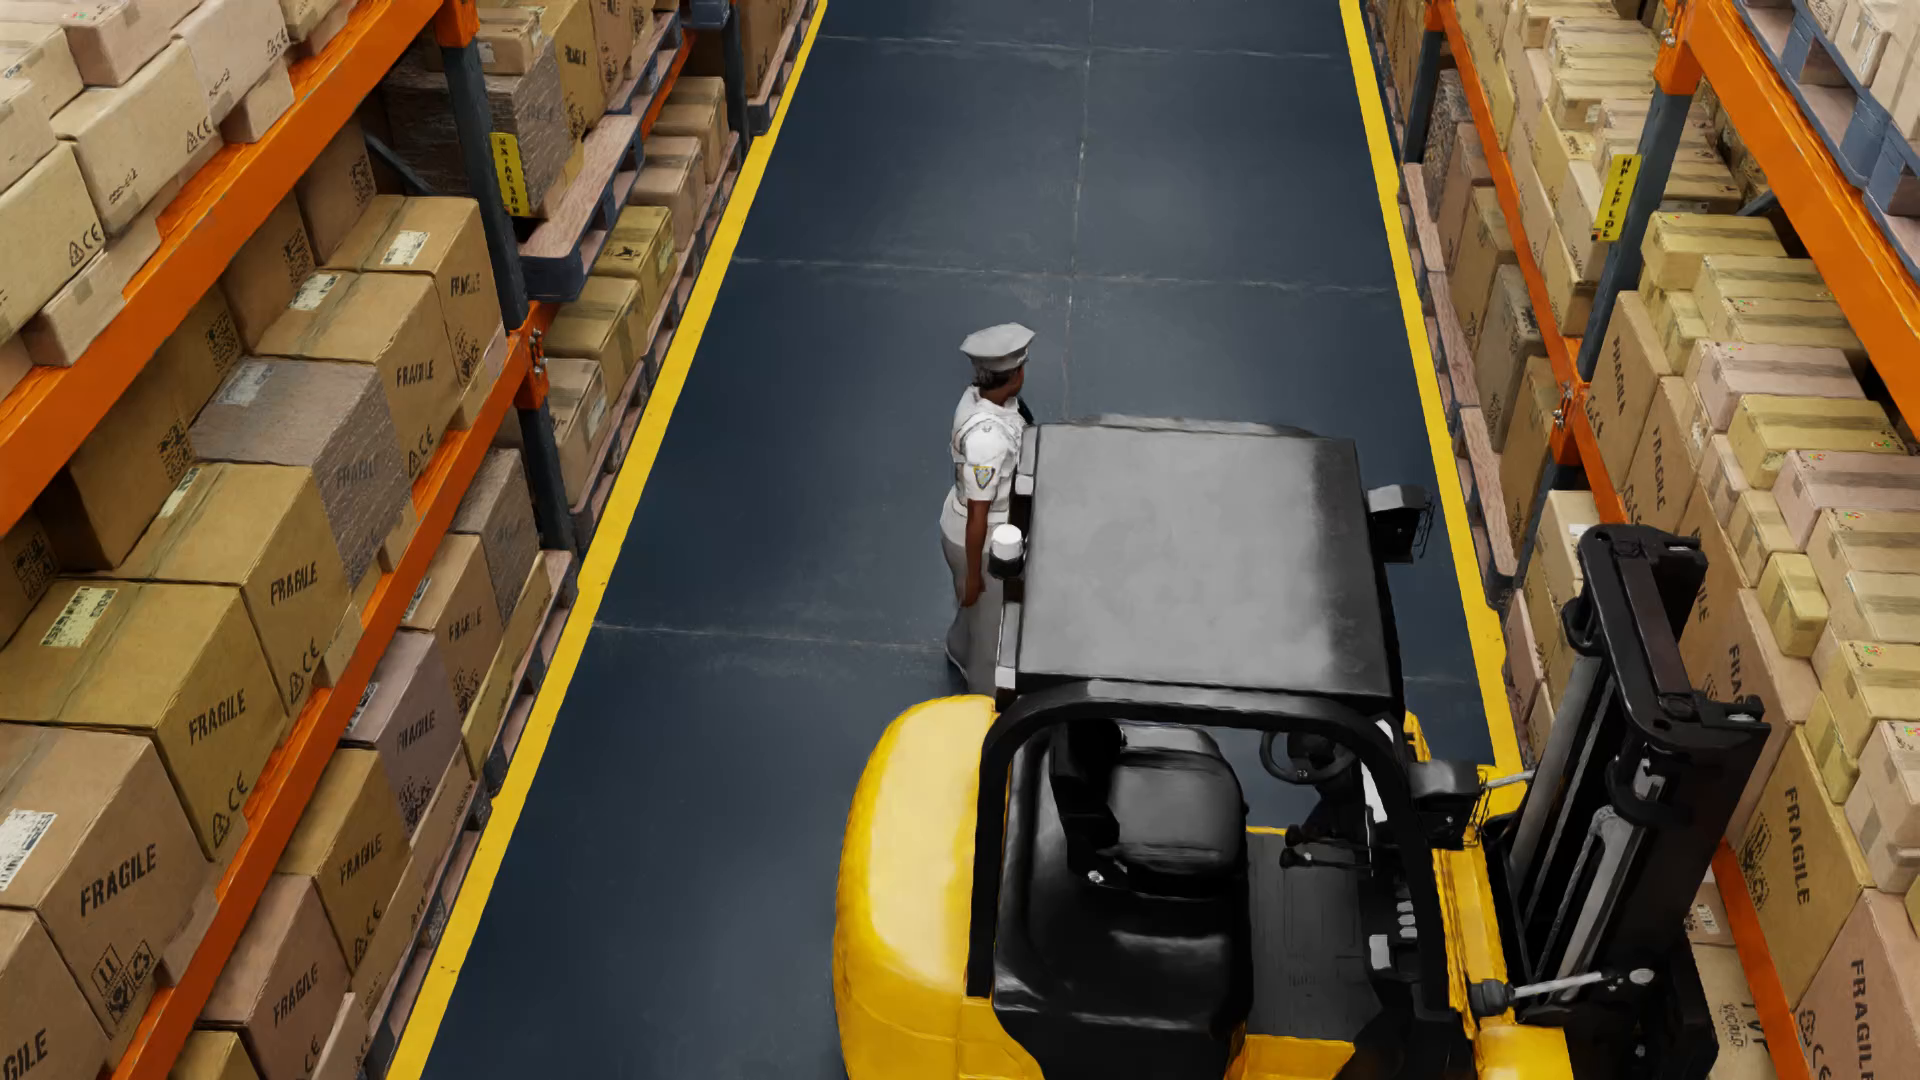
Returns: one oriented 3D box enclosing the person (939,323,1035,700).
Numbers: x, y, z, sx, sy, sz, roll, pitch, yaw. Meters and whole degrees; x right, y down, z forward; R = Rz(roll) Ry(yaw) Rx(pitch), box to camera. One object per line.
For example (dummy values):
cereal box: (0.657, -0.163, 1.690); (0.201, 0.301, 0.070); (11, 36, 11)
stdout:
person: (0.151, 0.017, 6.164); (0.506, 1.652, 0.596); (8, 41, 10)
